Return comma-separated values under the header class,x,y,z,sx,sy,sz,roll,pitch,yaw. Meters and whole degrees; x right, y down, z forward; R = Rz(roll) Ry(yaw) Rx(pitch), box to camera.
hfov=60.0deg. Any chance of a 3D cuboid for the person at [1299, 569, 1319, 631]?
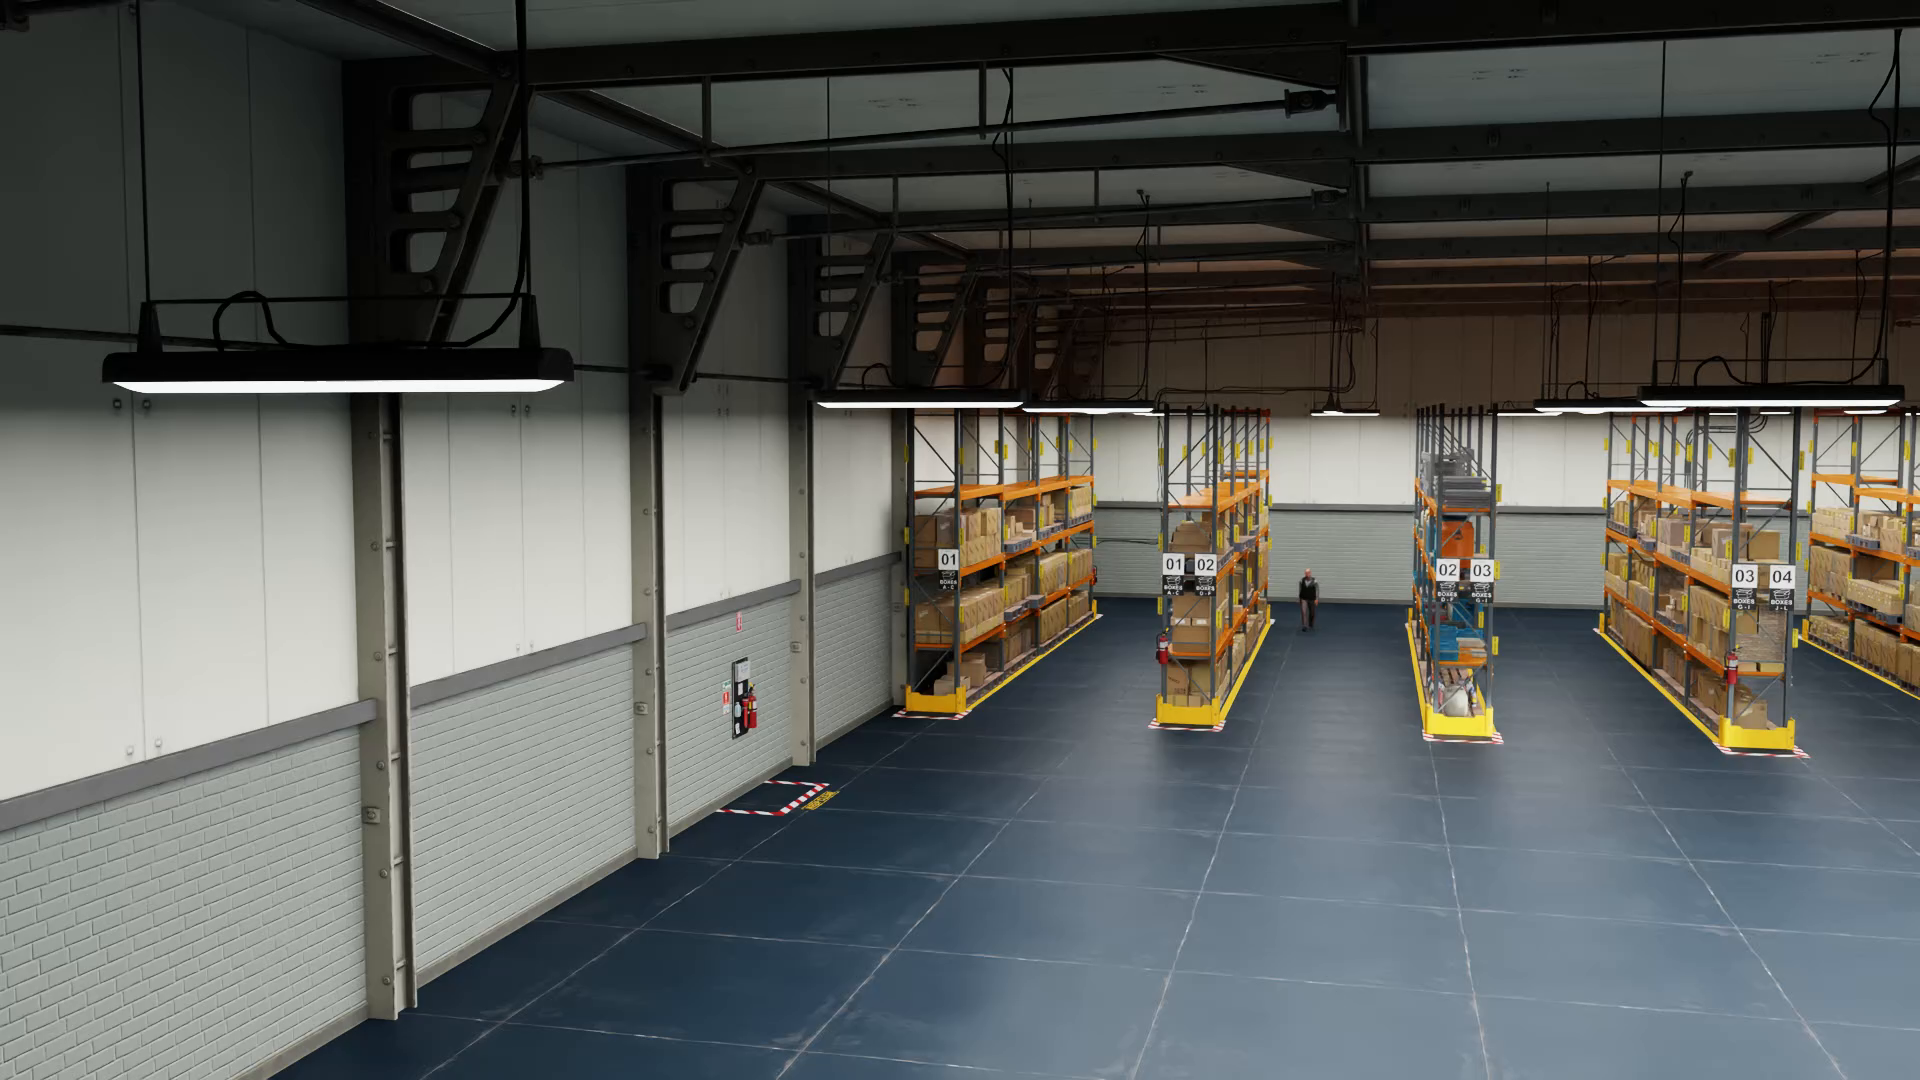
class,x,y,z,sx,sy,sz,roll,pitch,yaw
person,9.439,1.607,44.950,0.534,1.680,0.948,1,4,11
